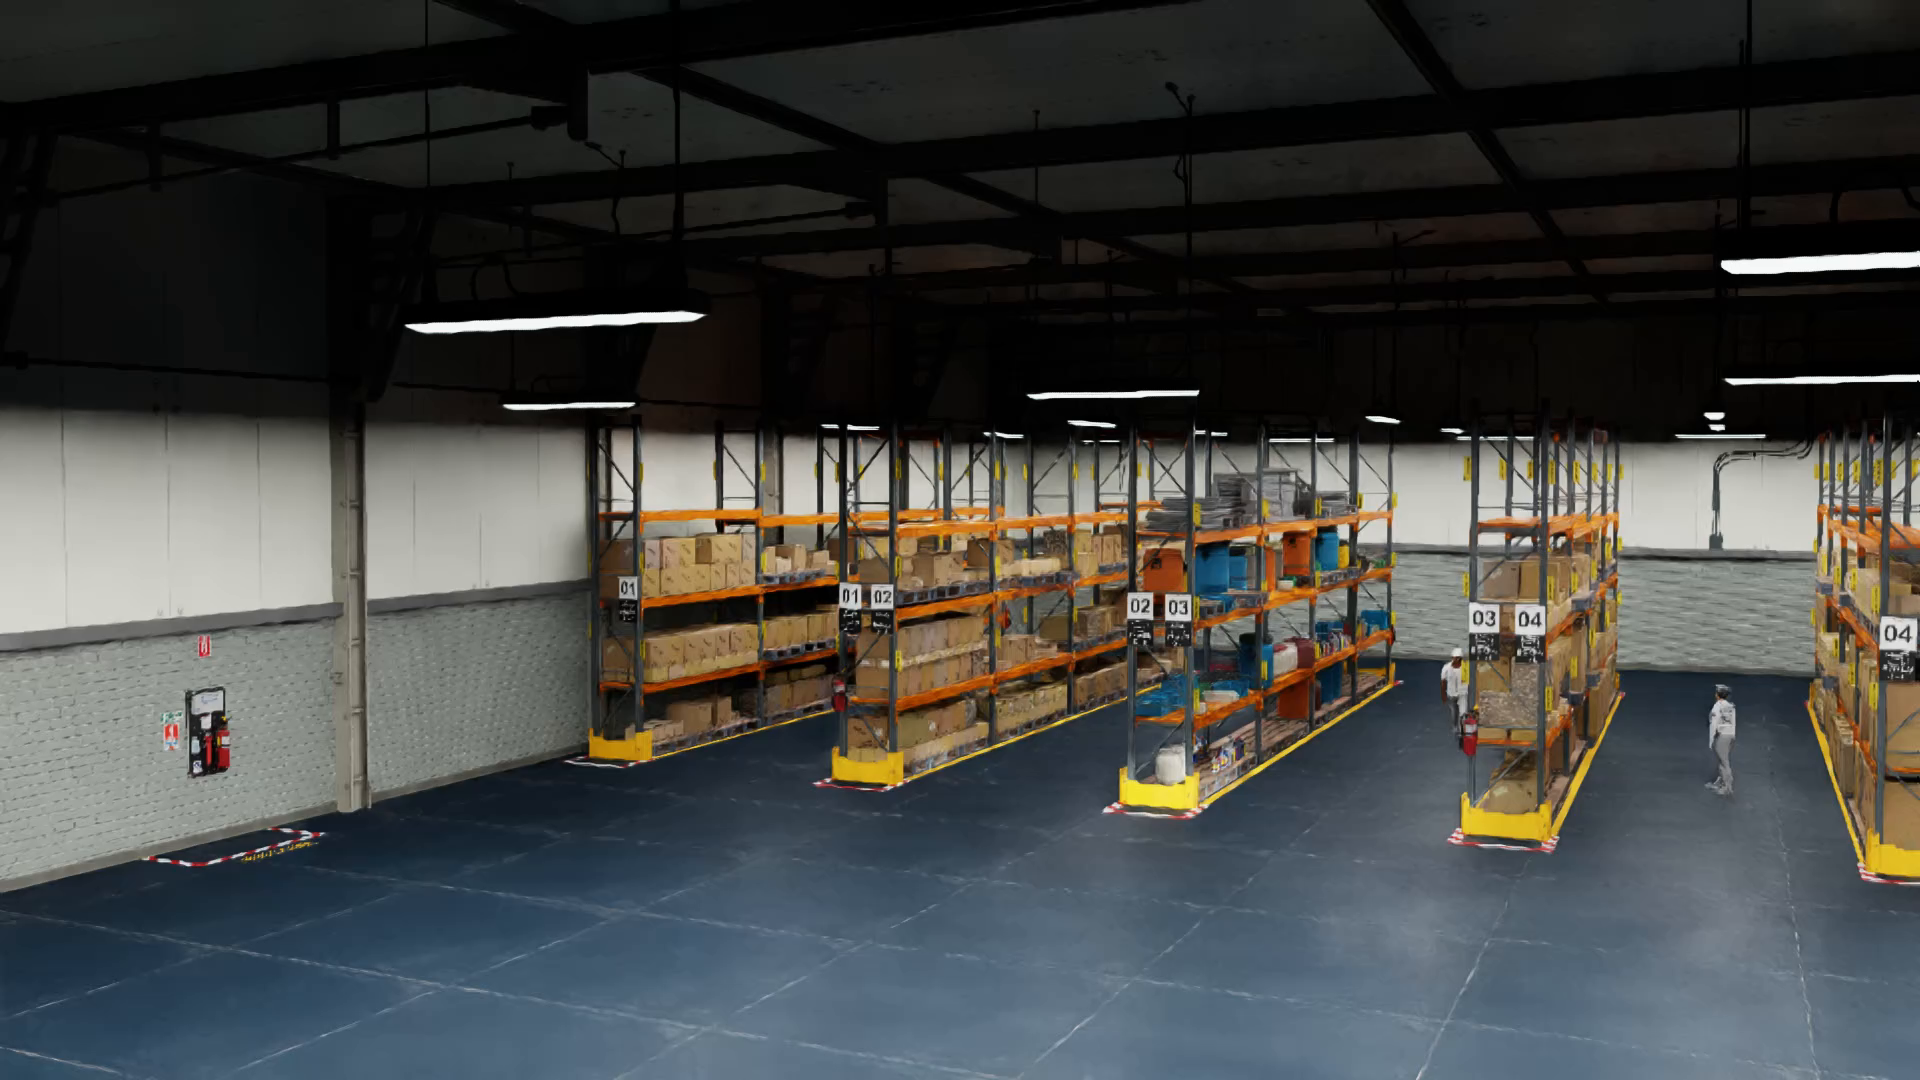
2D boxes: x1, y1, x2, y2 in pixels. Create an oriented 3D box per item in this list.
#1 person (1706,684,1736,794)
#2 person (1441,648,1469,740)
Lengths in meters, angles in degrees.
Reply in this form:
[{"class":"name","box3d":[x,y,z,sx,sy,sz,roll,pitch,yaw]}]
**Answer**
[{"class":"person","box3d":[11.859,3.086,25.929,0.571,1.667,0.542,-2,3,-37]},{"class":"person","box3d":[9.318,2.858,31.210,0.577,1.683,1.121,1,3,27]}]
